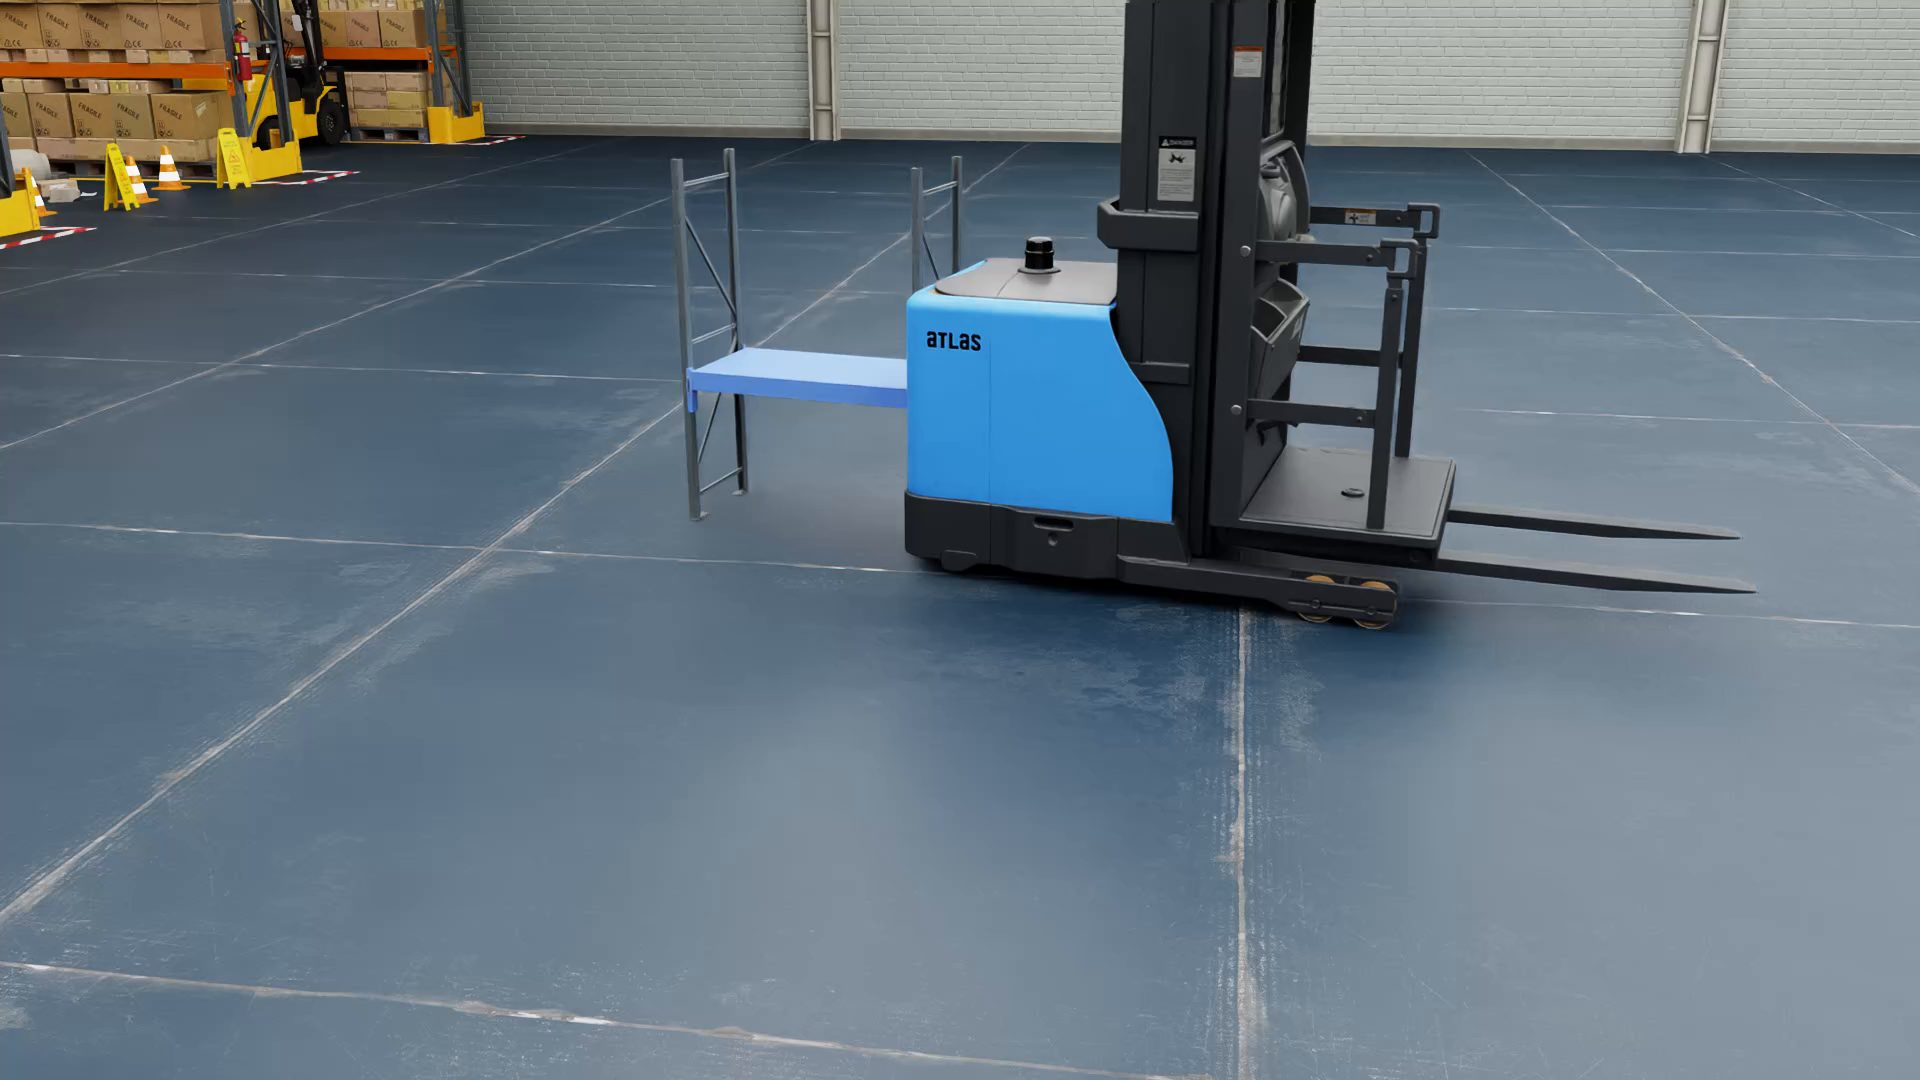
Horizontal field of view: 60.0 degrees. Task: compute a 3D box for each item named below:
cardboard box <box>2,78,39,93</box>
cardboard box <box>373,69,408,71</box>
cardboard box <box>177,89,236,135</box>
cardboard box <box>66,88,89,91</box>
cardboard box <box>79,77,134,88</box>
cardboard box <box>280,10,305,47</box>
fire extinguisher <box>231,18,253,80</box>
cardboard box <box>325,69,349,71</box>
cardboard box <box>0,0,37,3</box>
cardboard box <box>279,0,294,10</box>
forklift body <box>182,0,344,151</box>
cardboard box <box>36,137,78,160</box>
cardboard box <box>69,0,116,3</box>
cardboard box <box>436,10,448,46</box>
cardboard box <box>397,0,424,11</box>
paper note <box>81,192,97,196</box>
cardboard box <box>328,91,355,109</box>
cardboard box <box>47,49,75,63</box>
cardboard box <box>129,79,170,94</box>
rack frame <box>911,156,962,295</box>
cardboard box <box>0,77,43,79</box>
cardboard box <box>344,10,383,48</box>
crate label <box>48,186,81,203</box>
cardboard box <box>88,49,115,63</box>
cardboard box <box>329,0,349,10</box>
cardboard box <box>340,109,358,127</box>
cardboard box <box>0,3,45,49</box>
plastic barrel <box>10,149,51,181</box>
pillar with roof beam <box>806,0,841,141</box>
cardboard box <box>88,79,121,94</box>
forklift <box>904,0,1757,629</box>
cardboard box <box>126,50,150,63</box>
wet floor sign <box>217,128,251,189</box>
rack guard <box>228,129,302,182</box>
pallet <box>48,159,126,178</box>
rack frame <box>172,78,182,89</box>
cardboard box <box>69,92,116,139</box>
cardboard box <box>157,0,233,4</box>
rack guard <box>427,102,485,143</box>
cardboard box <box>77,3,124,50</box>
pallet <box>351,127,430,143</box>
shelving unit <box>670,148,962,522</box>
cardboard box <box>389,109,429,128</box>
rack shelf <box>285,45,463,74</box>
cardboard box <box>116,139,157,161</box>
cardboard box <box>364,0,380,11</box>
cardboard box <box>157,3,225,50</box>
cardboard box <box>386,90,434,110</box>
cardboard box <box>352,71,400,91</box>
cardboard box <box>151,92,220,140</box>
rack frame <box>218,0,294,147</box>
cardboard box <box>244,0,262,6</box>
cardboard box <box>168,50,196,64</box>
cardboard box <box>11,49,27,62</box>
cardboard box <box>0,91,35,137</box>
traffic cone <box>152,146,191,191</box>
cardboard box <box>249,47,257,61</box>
[{"bbox_3d":[-10.913,-5.300,19.382,0.250,0.149,0.380,4,19,11],"label":"cardboard box"},{"bbox_3d":[-8.279,-6.737,24.305,0.500,0.250,0.500,3,19,9],"label":"cardboard box"},{"bbox_3d":[-8.901,-5.084,19.759,0.500,0.500,0.500,2,19,7],"label":"cardboard box"},{"bbox_3d":[-10.441,-5.161,19.989,0.500,0.500,0.500,4,19,12],"label":"cardboard box"},{"bbox_3d":[-12.572,-6.598,24.877,0.625,0.625,0.875,3,19,8],"label":"cardboard box"},{"bbox_3d":[-9.383,-7.326,23.814,0.500,0.500,0.500,3,19,9],"label":"cardboard box"},{"bbox_3d":[-8.085,-5.518,18.689,0.183,0.674,0.296,3,19,9],"label":"fire extinguisher"},{"bbox_3d":[-9.276,-6.793,24.474,0.500,0.250,0.500,3,19,8],"label":"cardboard box"},{"bbox_3d":[-10.682,-6.412,19.038,0.500,0.500,0.700,3,19,7],"label":"cardboard box"},{"bbox_3d":[-9.494,-7.634,23.711,0.250,0.149,0.380,3,19,8],"label":"cardboard box"},{"bbox_3d":[-9.503,-6.381,22.485,1.214,2.155,2.313,3,19,9],"label":"forklift body"},{"bbox_3d":[-10.481,-4.638,19.608,0.500,0.250,0.500,3,19,8],"label":"cardboard box"},{"bbox_3d":[-9.682,-6.346,18.839,0.500,0.500,0.700,3,19,8],"label":"cardboard box"},{"bbox_3d":[-7.786,-7.419,24.092,0.500,0.500,0.500,4,19,10],"label":"cardboard box"},{"bbox_3d":[-7.728,-7.545,23.444,0.250,0.149,0.380,3,19,9],"label":"cardboard box"},{"bbox_3d":[-9.374,-3.721,17.875,0.142,0.019,0.148,-3,19,-10],"label":"paper note"},{"bbox_3d":[-8.878,-6.367,23.988,0.500,0.250,0.500,2,19,7],"label":"cardboard box"},{"bbox_3d":[-10.299,-5.599,19.206,0.250,0.149,0.380,3,19,8],"label":"cardboard box"},{"bbox_3d":[-9.330,-5.219,19.141,0.250,0.149,0.380,3,19,10],"label":"cardboard box"},{"bbox_3d":[-0.088,-0.758,6.706,0.032,1.500,0.500,6,20,18],"label":"rack frame"},{"bbox_3d":[-13.980,-6.669,25.089,0.625,0.625,0.875,4,19,10],"label":"cardboard box"},{"bbox_3d":[-8.379,-7.279,23.672,0.500,0.500,0.500,4,19,10],"label":"cardboard box"},{"bbox_3d":[-9.380,-3.620,17.406,0.298,0.136,0.250,-7,20,-20],"label":"crate label"},{"bbox_3d":[-9.802,-5.580,19.148,0.250,0.149,0.380,3,19,8],"label":"cardboard box"},{"bbox_3d":[-8.745,-7.595,23.595,0.250,0.149,0.380,2,19,7],"label":"cardboard box"},{"bbox_3d":[-8.837,-6.136,24.085,0.500,0.250,0.500,3,19,9],"label":"cardboard box"},{"bbox_3d":[-10.691,-5.938,19.195,0.500,0.500,0.500,3,19,8],"label":"cardboard box"},{"bbox_3d":[-10.404,-4.112,18.427,0.512,0.421,0.421,-15,24,-38],"label":"plastic barrel"},{"bbox_3d":[-2.644,-8.772,18.837,0.400,9.000,9.100,3,19,9],"label":"pillar with roof beam"},{"bbox_3d":[-9.838,-5.247,19.223,0.250,0.149,0.380,4,19,11],"label":"cardboard box"},{"bbox_3d":[1.359,-1.265,5.964,3.031,2.935,1.130,6,20,18],"label":"forklift"},{"bbox_3d":[-9.304,-5.538,19.024,0.250,0.149,0.380,3,19,10],"label":"cardboard box"},{"bbox_3d":[-8.107,-4.243,18.468,0.232,0.644,0.267,10,21,27],"label":"wet floor sign"},{"bbox_3d":[-8.200,-4.523,19.533,0.348,0.500,1.175,3,19,9],"label":"rack guard"},{"bbox_3d":[-10.197,-4.500,19.920,1.213,0.211,1.003,3,19,9],"label":"pallet"},{"bbox_3d":[-11.290,-7.461,24.375,0.127,3.000,1.000,3,19,9],"label":"rack frame"},{"bbox_3d":[-9.970,-4.967,19.410,0.500,0.500,0.500,2,19,7],"label":"cardboard box"},{"bbox_3d":[-8.664,-6.325,18.776,0.500,0.500,0.700,2,19,7],"label":"cardboard box"},{"bbox_3d":[-7.317,-6.073,24.166,0.348,0.500,1.175,3,19,9],"label":"rack guard"},{"bbox_3d":[-9.691,-5.887,19.044,0.500,0.500,0.500,3,19,8],"label":"cardboard box"},{"bbox_3d":[-8.103,-5.963,24.291,1.213,0.211,1.003,3,19,9],"label":"pallet"},{"bbox_3d":[-0.568,-0.812,6.866,1.048,1.500,0.538,6,20,18],"label":"shelving unit"},{"bbox_3d":[-7.855,-6.080,23.918,0.500,0.250,0.500,3,19,9],"label":"cardboard box"},{"bbox_3d":[-9.316,-7.019,24.188,4.000,0.370,1.077,3,19,9],"label":"rack shelf"},{"bbox_3d":[-9.476,-4.585,19.450,0.500,0.250,0.500,3,19,9],"label":"cardboard box"},{"bbox_3d":[-8.231,-7.580,23.551,0.250,0.149,0.380,3,19,10],"label":"cardboard box"},{"bbox_3d":[-8.704,-5.834,18.886,0.500,0.500,0.500,3,19,8],"label":"cardboard box"},{"bbox_3d":[-7.871,-6.319,23.844,0.500,0.250,0.500,3,19,8],"label":"cardboard box"},{"bbox_3d":[-8.350,-6.579,23.833,0.500,0.250,0.500,3,19,10],"label":"cardboard box"},{"bbox_3d":[-8.957,-4.914,19.252,0.500,0.500,0.500,3,19,9],"label":"cardboard box"},{"bbox_3d":[-8.125,-5.705,19.125,0.127,3.000,1.000,3,19,9],"label":"rack frame"},{"bbox_3d":[-10.009,-7.651,23.764,0.250,0.149,0.380,3,19,8],"label":"cardboard box"},{"bbox_3d":[-8.795,-5.515,18.955,0.250,0.149,0.380,3,19,8],"label":"cardboard box"},{"bbox_3d":[-10.782,-5.643,19.337,0.250,0.149,0.380,3,19,8],"label":"cardboard box"},{"bbox_3d":[-11.004,-5.019,19.566,0.500,0.500,0.500,4,19,11],"label":"cardboard box"},{"bbox_3d":[-8.754,-4.119,18.384,0.334,0.463,0.336,3,19,9],"label":"traffic cone"},{"bbox_3d":[-8.427,-5.667,19.410,0.250,0.149,0.380,3,19,9],"label":"cardboard box"}]
